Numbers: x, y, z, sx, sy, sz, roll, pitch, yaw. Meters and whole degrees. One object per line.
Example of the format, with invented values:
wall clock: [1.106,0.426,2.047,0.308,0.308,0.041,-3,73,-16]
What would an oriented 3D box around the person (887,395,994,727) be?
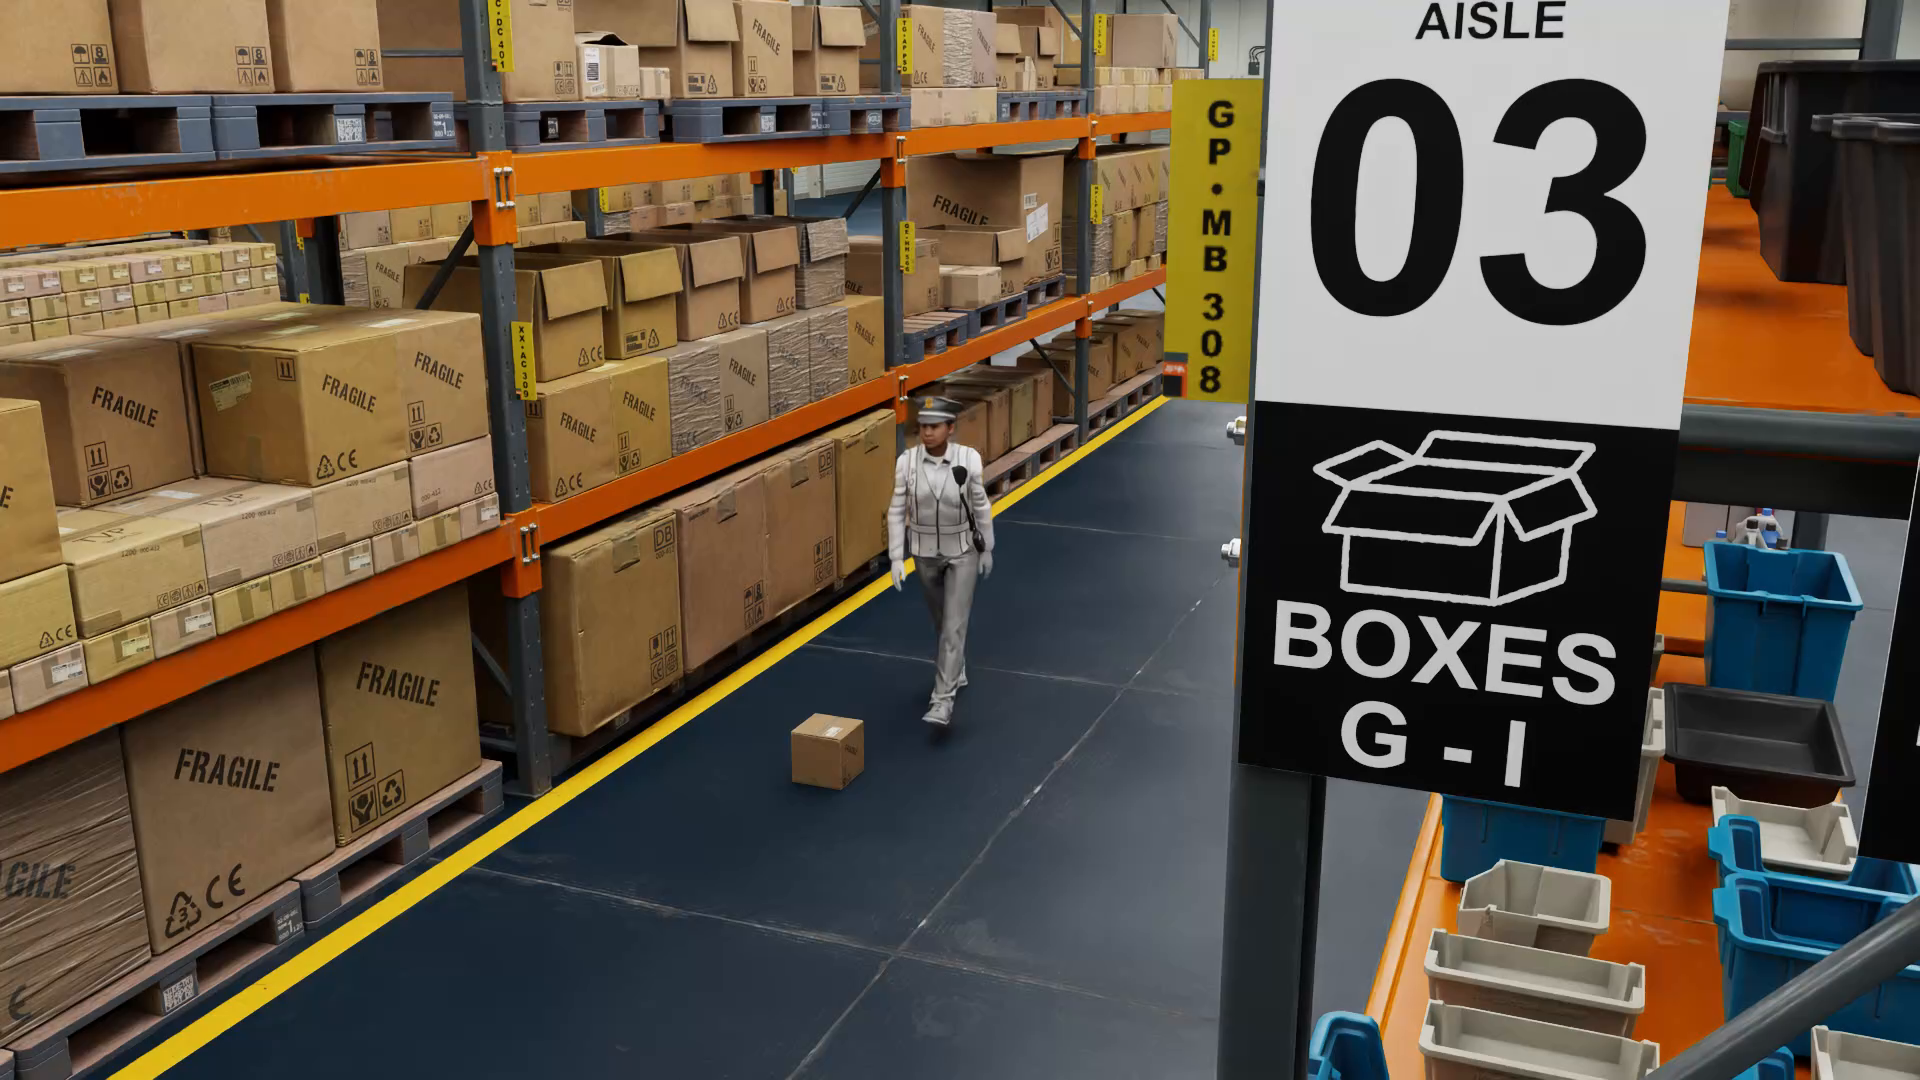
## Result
person: [-0.115,0.062,8.261,0.508,1.619,0.997,4,16,13]
